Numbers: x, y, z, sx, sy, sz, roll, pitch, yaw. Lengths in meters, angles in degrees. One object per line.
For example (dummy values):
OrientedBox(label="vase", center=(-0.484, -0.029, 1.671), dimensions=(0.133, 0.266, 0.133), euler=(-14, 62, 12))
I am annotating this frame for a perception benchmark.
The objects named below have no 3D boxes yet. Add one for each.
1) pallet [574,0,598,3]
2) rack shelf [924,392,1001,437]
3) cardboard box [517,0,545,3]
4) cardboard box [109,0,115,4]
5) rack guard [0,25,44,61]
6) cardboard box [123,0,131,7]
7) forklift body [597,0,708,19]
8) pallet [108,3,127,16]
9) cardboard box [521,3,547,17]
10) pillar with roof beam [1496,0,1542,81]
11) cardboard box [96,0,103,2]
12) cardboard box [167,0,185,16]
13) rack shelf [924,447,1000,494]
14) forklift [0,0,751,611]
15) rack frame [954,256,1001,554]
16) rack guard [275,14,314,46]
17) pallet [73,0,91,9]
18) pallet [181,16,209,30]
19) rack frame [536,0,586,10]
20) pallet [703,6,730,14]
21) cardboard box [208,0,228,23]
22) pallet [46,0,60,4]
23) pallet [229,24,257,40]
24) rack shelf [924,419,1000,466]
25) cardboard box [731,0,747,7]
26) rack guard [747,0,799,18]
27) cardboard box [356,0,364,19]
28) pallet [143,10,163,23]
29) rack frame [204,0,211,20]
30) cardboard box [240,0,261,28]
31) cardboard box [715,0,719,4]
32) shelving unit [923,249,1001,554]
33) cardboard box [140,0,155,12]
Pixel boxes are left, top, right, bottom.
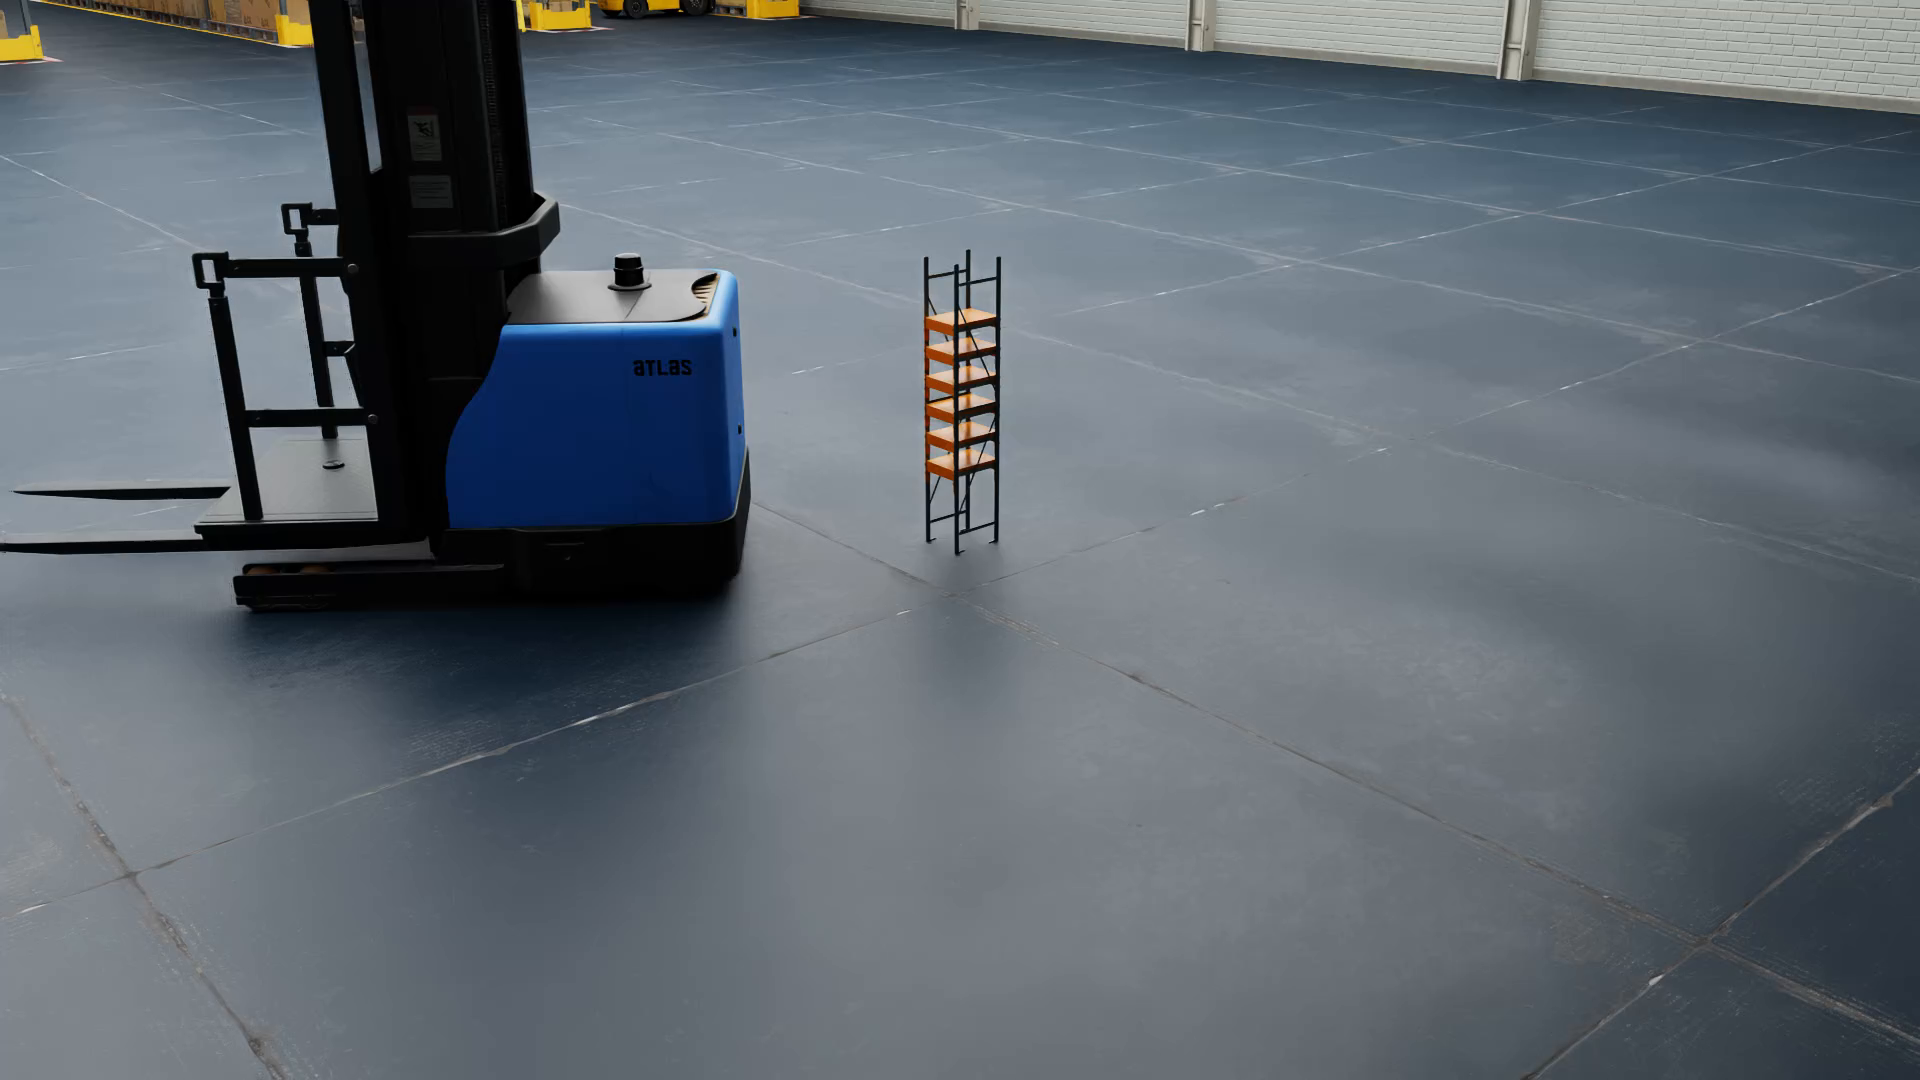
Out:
OrientedBox(label="pallet", center=(-8.719, -13.270, 40.576), dimensions=(1.003, 0.211, 1.213), euler=(-17, 27, -37))
OrientedBox(label="rack shelf", center=(0.009, -0.513, 6.771), dimensions=(0.258, 0.103, 0.180), euler=(-17, 27, -37))
OrientedBox(label="cardboard box", center=(-8.483, -10.836, 32.704), dimensions=(0.500, 0.500, 0.500), euler=(-17, 27, -37))
OrientedBox(label="cardboard box", center=(-18.299, -11.999, 36.357), dimensions=(0.500, 0.500, 0.500), euler=(-17, 27, -37))
OrientedBox(label="rack guard", center=(-15.320, -7.910, 26.495), dimensions=(1.175, 0.500, 0.348), euler=(-17, 27, -37))
OrientedBox(label="cardboard box", center=(-17.632, -11.712, 35.625), dimensions=(0.500, 0.500, 0.500), euler=(-16, 27, -35))
OrientedBox(label="forklift body", center=(-6.624, -12.290, 35.412), dimensions=(2.313, 2.155, 1.214), euler=(-17, 27, -37))
OrientedBox(label="pallet", center=(-17.970, -11.671, 36.493), dimensions=(1.003, 0.211, 1.213), euler=(-17, 27, -37))
OrientedBox(label="cardboard box", center=(-8.510, -10.494, 32.857), dimensions=(0.500, 0.250, 0.500), euler=(-18, 27, -38))
OrientedBox(label="pillar with roof beam", center=(4.712, -9.798, 19.660), dimensions=(9.100, 9.000, 0.400), euler=(-17, 27, -37))
OrientedBox(label="cardboard box", center=(-18.998, -12.286, 37.091), dimensions=(0.500, 0.500, 0.500), euler=(-16, 27, -35))
OrientedBox(label="cardboard box", center=(-15.158, -10.877, 33.150), dimensions=(1.050, 0.750, 0.750), euler=(-17, 27, -37))
OrientedBox(label="rack shelf", center=(0.009, -0.290, 6.859), dimensions=(0.258, 0.103, 0.180), euler=(-17, 27, -37))
OrientedBox(label="forklift", center=(-2.398, -1.295, 6.271), dimensions=(3.031, 2.935, 1.130), euler=(-1, 21, -3))
OrientedBox(label="rack frame", center=(0.069, -0.529, 6.690), dimensions=(0.240, 1.200, 0.006), euler=(-17, 27, -37))
OrientedBox(label="rack guard", center=(-11.431, -9.036, 29.368), dimensions=(1.175, 0.500, 0.348), euler=(-17, 27, -37))
OrientedBox(label="pallet", center=(-19.745, -12.400, 38.355), dimensions=(1.003, 0.211, 1.213), euler=(-17, 27, -37))
OrientedBox(label="pallet", center=(-14.618, -10.208, 32.758), dimensions=(1.003, 0.211, 1.213), euler=(-17, 27, -37))
OrientedBox(label="rack frame", center=(-7.762, -11.413, 32.009), dimensions=(1.000, 3.000, 0.127), euler=(-17, 27, -37))
OrientedBox(label="pallet", center=(-5.328, -11.835, 36.911), dimensions=(1.003, 0.211, 1.213), euler=(-17, 27, -37))
OrientedBox(label="cardboard box", center=(-13.700, -10.327, 31.575), dimensions=(0.875, 0.875, 0.875), euler=(-17, 27, -37))
OrientedBox(label="pallet", center=(-21.337, -13.074, 40.076), dimensions=(1.003, 0.211, 1.213), euler=(-17, 27, -37))
OrientedBox(label="pallet", center=(-12.820, -9.447, 30.814), dimensions=(1.003, 0.211, 1.213), euler=(-17, 27, -37))
OrientedBox(label="rack shelf", center=(0.009, -0.402, 6.815), dimensions=(0.258, 0.103, 0.180), euler=(-17, 27, -37))
OrientedBox(label="cardboard box", center=(-4.551, -11.565, 35.593), dimensions=(0.500, 0.250, 0.500), euler=(-17, 27, -37))
OrientedBox(label="rack guard", center=(-3.989, -11.425, 35.467), dimensions=(1.175, 0.500, 0.348), euler=(-17, 27, -37))
OrientedBox(label="cardboard box", center=(-11.444, -10.452, 32.794), dimensions=(0.797, 0.637, 0.503), euler=(-17, 27, -37))
OrientedBox(label="pallet", center=(-16.211, -10.882, 34.479), dimensions=(1.003, 0.211, 1.213), euler=(-17, 27, -37))
OrientedBox(label="rack frame", center=(-14.057, -11.311, 31.751), dimensions=(1.000, 3.000, 0.127), euler=(-17, 27, -37))
OrientedBox(label="cardboard box", center=(-12.515, -9.827, 30.298), dimensions=(0.875, 0.875, 0.875), euler=(-18, 28, -38))
OrientedBox(label="cardboard box", center=(-5.188, -11.845, 36.308), dimensions=(0.500, 0.250, 0.500), euler=(-17, 27, -37))
OrientedBox(label="shelving unit", center=(0.009, -0.555, 6.755), dimensions=(0.258, 1.200, 0.189), euler=(-17, 27, -37))
OrientedBox(label="cardboard box", center=(-16.339, -11.375, 34.422), dimensions=(1.050, 0.750, 0.750), euler=(-18, 28, -38))
